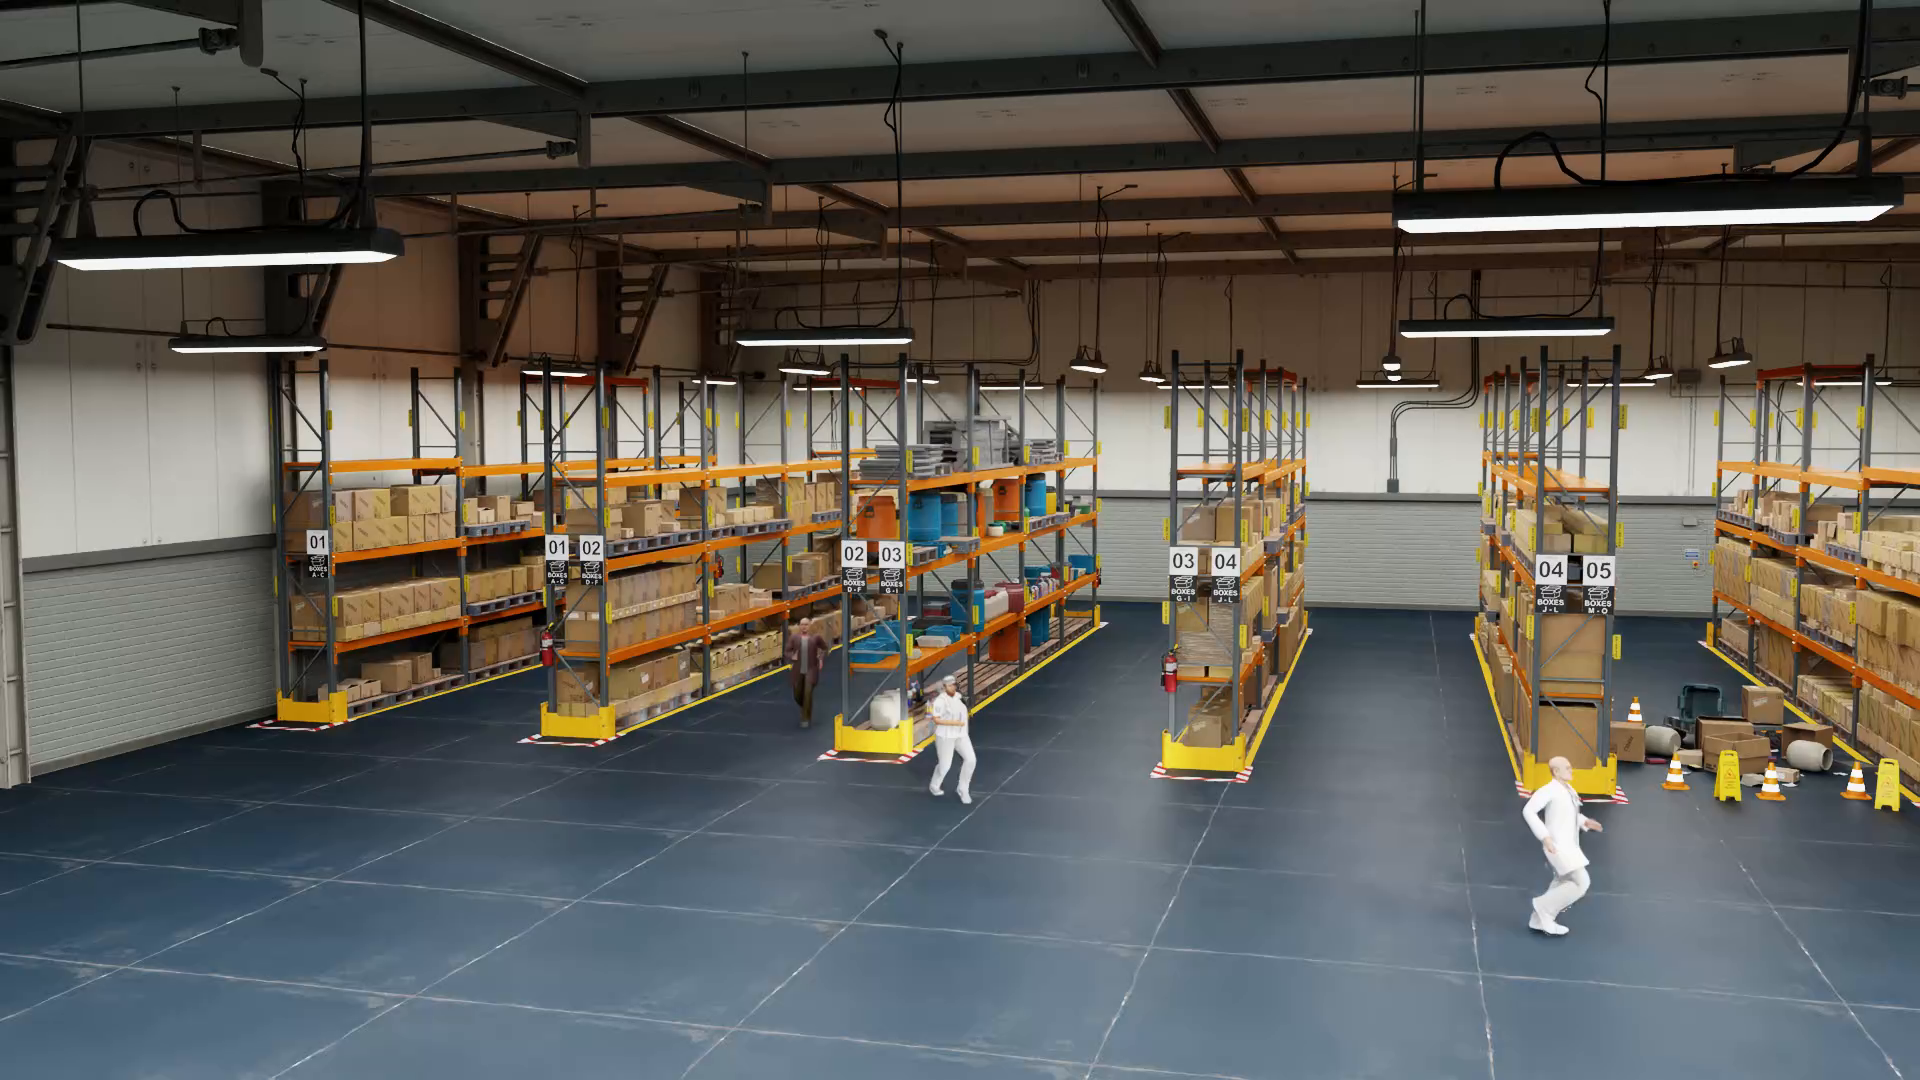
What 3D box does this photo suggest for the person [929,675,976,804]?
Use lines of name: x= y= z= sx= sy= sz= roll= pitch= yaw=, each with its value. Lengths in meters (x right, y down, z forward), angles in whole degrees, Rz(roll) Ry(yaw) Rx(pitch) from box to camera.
person: x=-0.106 y=2.624 z=21.912 sx=0.608 sy=1.703 sz=0.733 roll=-3 pitch=5 yaw=-34

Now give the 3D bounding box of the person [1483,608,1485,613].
person: x=12.628 y=1.373 z=39.034 sx=0.706 sy=1.683 sz=0.705 roll=0 pitch=4 yaw=5

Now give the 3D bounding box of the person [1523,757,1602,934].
person: x=5.847 y=2.966 z=16.070 sx=0.672 sy=1.740 sz=0.690 roll=3 pitch=5 yaw=37

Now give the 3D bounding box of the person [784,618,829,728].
person: x=-2.538 y=2.159 z=27.325 sx=0.721 sy=1.750 sz=0.958 roll=0 pitch=4 yaw=3
